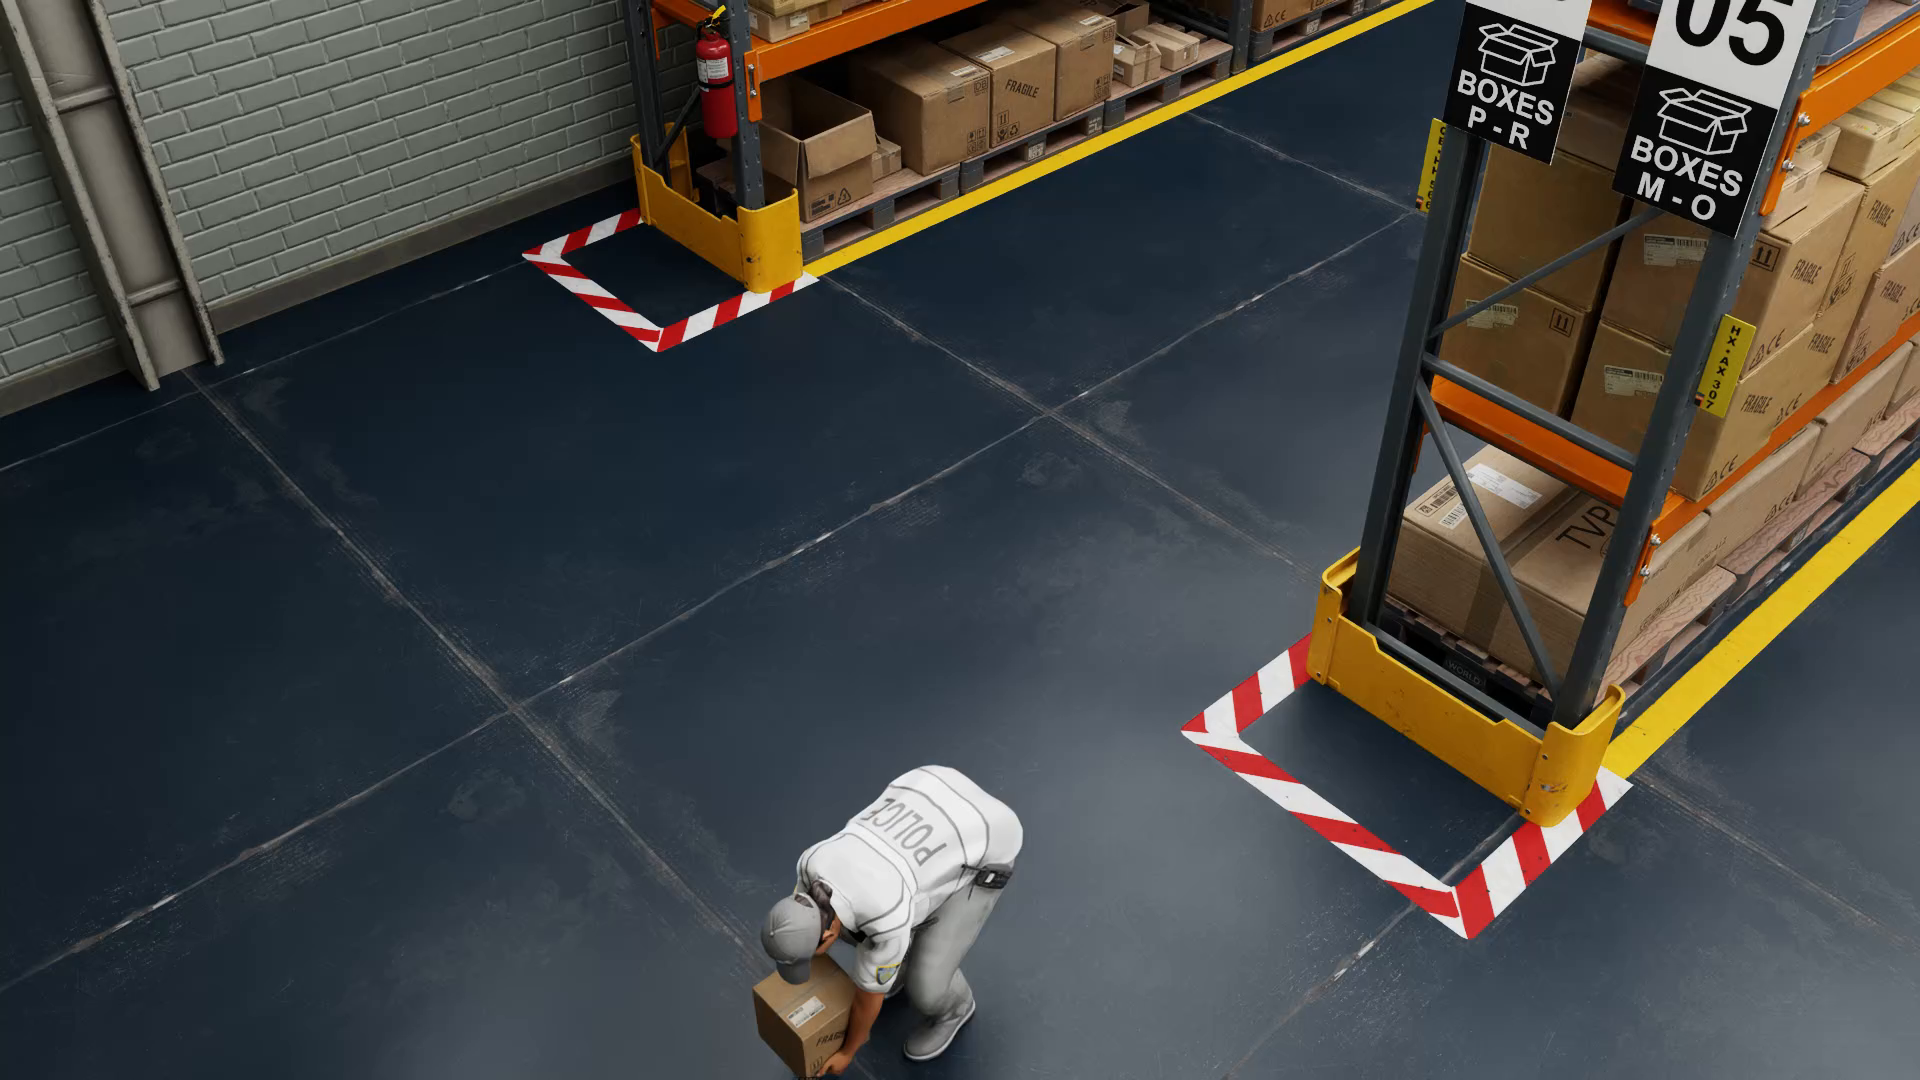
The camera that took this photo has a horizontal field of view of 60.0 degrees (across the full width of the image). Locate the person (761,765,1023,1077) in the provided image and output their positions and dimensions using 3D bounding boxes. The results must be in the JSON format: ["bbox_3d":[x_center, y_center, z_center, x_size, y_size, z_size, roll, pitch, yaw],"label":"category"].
[{"bbox_3d":[-0.226,1.236,5.206,0.502,0.998,0.938,33,50,33],"label":"person"}]
